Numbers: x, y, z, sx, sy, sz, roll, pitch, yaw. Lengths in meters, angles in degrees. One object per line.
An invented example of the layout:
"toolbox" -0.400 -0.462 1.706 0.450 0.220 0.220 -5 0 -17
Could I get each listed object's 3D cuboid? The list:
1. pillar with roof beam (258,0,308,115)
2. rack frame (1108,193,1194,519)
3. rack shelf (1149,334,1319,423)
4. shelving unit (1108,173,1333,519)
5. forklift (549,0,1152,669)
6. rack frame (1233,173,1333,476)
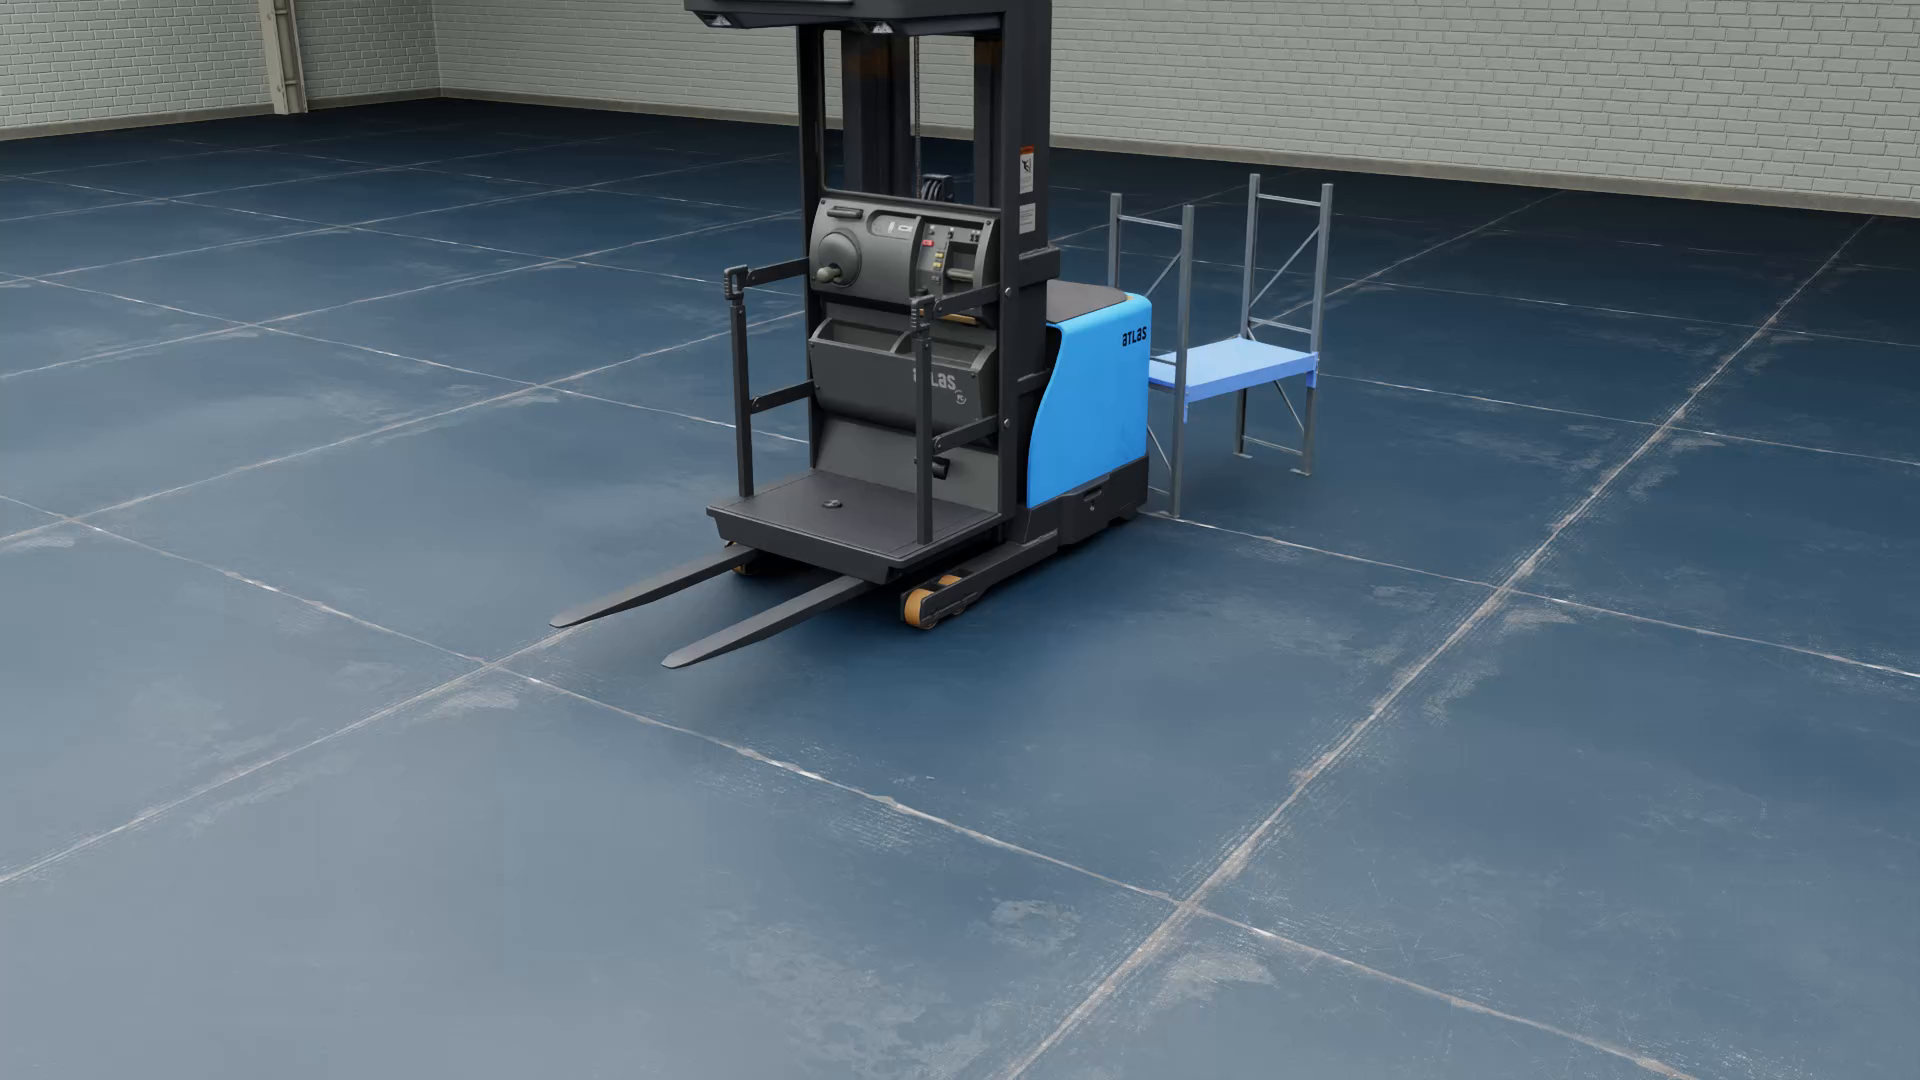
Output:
"pillar with roof beam" -6.665 -9.911 21.588 9.100 9.000 0.400 13 24 32
"rack frame" 0.889 -0.874 7.967 0.032 1.500 0.500 -17 26 -38
"rack shelf" 1.273 -0.821 8.341 1.000 0.185 0.538 -17 26 -38
"shelving unit" 1.273 -0.990 8.279 1.048 1.500 0.538 -17 26 -38
"forklift" -0.377 -1.201 6.787 1.130 2.935 3.031 15 25 34
"rack frame" 1.657 -1.105 8.591 0.032 1.500 0.500 -17 26 -38
